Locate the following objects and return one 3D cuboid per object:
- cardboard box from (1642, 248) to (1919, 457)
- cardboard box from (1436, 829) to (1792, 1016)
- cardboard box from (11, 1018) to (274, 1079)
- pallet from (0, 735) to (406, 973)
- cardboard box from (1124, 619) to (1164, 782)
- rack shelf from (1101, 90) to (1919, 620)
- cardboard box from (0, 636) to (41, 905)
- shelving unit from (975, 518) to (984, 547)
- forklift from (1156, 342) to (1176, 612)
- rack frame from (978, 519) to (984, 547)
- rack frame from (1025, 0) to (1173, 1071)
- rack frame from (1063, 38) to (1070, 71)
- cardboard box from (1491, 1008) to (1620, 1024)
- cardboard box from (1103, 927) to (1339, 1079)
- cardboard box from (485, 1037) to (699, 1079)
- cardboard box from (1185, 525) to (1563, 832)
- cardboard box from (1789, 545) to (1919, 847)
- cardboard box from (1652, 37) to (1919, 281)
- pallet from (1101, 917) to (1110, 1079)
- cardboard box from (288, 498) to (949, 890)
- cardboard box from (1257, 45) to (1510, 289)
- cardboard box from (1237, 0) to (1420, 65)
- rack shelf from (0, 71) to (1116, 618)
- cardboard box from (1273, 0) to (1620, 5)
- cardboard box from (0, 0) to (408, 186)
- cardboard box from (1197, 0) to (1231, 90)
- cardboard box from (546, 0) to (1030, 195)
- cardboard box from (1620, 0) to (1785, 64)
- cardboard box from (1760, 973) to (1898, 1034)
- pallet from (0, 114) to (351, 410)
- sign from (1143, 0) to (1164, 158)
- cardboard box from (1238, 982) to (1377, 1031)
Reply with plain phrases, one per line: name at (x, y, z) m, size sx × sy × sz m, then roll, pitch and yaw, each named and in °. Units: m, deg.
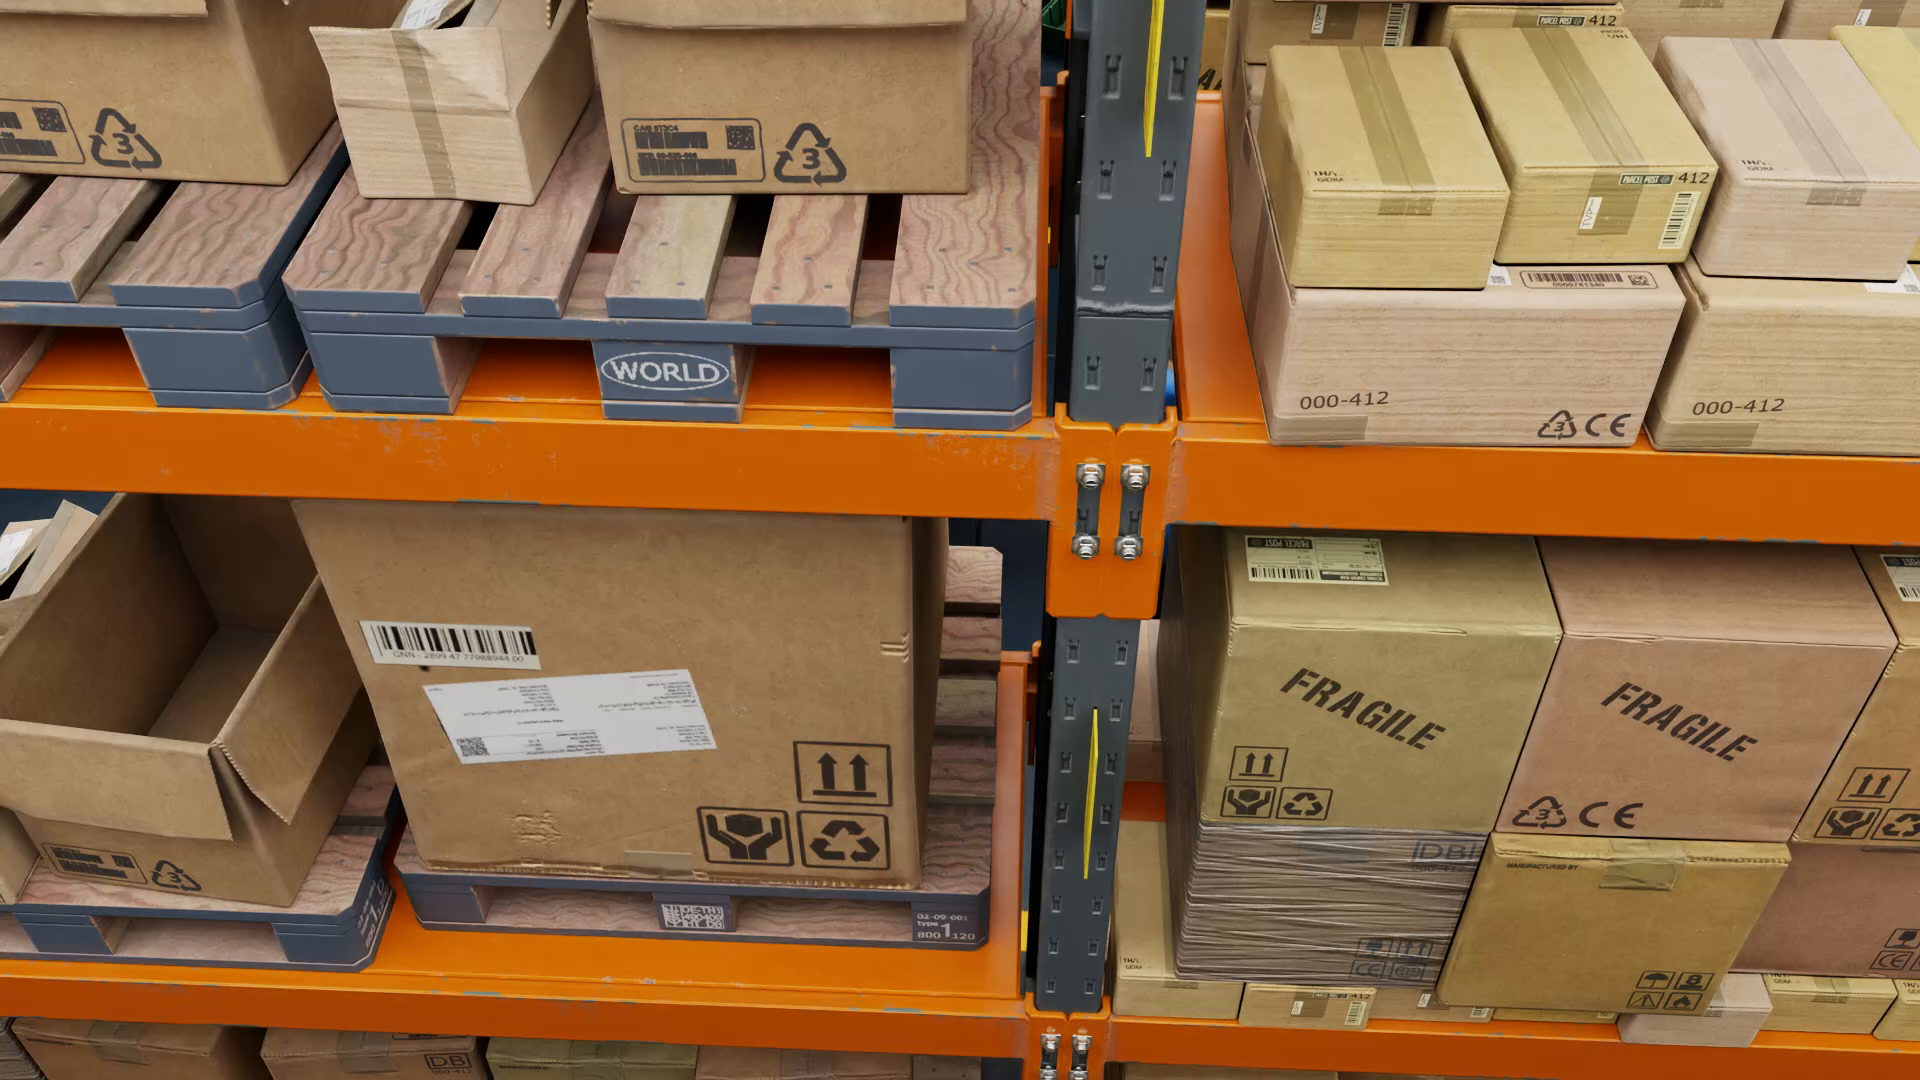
cardboard box at (1.204, -0.373, 2.359) m, size 0.500 × 0.250 × 0.500 m, roll 1°, pitch 43°, yaw 2°
cardboard box at (1.181, 0.418, 3.309) m, size 0.500 × 0.500 × 0.875 m, roll 2°, pitch 43°, yaw 2°
cardboard box at (-1.968, 1.127, 4.350) m, size 0.500 × 0.500 × 0.700 m, roll 5°, pitch 43°, yaw 5°
pallet at (-1.780, 0.449, 3.708) m, size 1.213 × 0.211 × 1.003 m, roll 2°, pitch 43°, yaw 2°
cardboard box at (0.465, 0.367, 3.840) m, size 0.250 × 0.149 × 0.380 m, roll 2°, pitch 43°, yaw 2°
rack shelf at (2.235, -0.304, 2.703) m, size 4.000 × 0.370 × 1.077 m, roll 2°, pitch 43°, yaw 2°
cardboard box at (-2.095, 0.455, 3.363) m, size 0.500 × 0.250 × 0.500 m, roll 1°, pitch 43°, yaw 1°
shelving unit at (-0.165, -0.773, 5.540) m, size 0.503 × 2.100 × 0.431 m, roll 2°, pitch 43°, yaw 2°
forklift at (2.044, -1.156, 5.340) m, size 3.031 × 2.935 × 1.130 m, roll -1°, pitch 43°, yaw -1°
rack frame at (0.078, -0.766, 5.532) m, size 0.015 × 2.100 × 0.400 m, roll 2°, pitch 43°, yaw 2°
rack frame at (0.237, 0.469, 3.546) m, size 0.127 × 3.000 × 1.000 m, roll 2°, pitch 43°, yaw 2°
rack frame at (0.561, -2.906, 7.169) m, size 0.127 × 3.000 × 1.000 m, roll 2°, pitch 43°, yaw 2°
cardboard box at (1.188, 0.779, 3.398) m, size 0.250 × 0.149 × 0.380 m, roll 2°, pitch 43°, yaw 2°
cardboard box at (0.634, 1.269, 4.213) m, size 0.500 × 0.500 × 0.500 m, roll 1°, pitch 43°, yaw 1°
cardboard box at (-0.851, 1.161, 4.314) m, size 0.500 × 0.500 × 0.700 m, roll 2°, pitch 43°, yaw 2°
cardboard box at (0.675, 0.144, 2.869) m, size 0.500 × 0.500 × 0.500 m, roll 2°, pitch 43°, yaw 2°
cardboard box at (1.674, 0.174, 2.837) m, size 0.500 × 0.500 × 0.500 m, roll 2°, pitch 43°, yaw 2°
cardboard box at (1.088, -0.515, 2.220) m, size 0.250 × 0.149 × 0.380 m, roll 2°, pitch 43°, yaw 2°
pallet at (0.909, 1.485, 4.501) m, size 1.213 × 0.211 × 1.003 m, roll 2°, pitch 43°, yaw 2°
cardboard box at (-0.551, -0.024, 3.327) m, size 1.000 × 1.000 × 1.000 m, roll 2°, pitch 43°, yaw 2°
cardboard box at (0.547, -0.500, 2.203) m, size 0.250 × 0.149 × 0.380 m, roll 1°, pitch 43°, yaw 1°
cardboard box at (0.574, -0.907, 2.640) m, size 0.250 × 0.149 × 0.380 m, roll 3°, pitch 43°, yaw 3°
rack shelf at (-1.761, -0.427, 2.835) m, size 4.000 × 0.370 × 1.077 m, roll 2°, pitch 43°, yaw 2°
cardboard box at (0.698, -1.117, 2.390) m, size 0.500 × 0.500 × 0.500 m, roll 1°, pitch 43°, yaw 1°
cardboard box at (-1.170, -0.931, 2.464) m, size 0.637 × 0.503 × 0.797 m, roll 3°, pitch 43°, yaw 4°
cardboard box at (1.186, -2.215, 7.678) m, size 0.875 × 0.875 × 0.875 m, roll 2°, pitch 43°, yaw 3°
cardboard box at (-0.228, -0.902, 2.433) m, size 0.637 × 0.503 × 0.797 m, roll 0°, pitch 43°, yaw 0°
cardboard box at (1.092, -0.888, 2.619) m, size 0.250 × 0.149 × 0.380 m, roll 0°, pitch 43°, yaw 0°
cardboard box at (1.688, 0.794, 3.382) m, size 0.250 × 0.149 × 0.380 m, roll 2°, pitch 43°, yaw 2°
pallet at (-1.411, -0.681, 2.718) m, size 1.003 × 0.211 × 1.213 m, roll 2°, pitch 43°, yaw 2°
sign at (0.215, -0.584, 1.808) m, size 0.005 × 0.325 × 0.100 m, roll 2°, pitch 43°, yaw 2°
cardboard box at (0.687, 0.789, 3.387) m, size 0.250 × 0.149 × 0.380 m, roll 2°, pitch 43°, yaw 2°
